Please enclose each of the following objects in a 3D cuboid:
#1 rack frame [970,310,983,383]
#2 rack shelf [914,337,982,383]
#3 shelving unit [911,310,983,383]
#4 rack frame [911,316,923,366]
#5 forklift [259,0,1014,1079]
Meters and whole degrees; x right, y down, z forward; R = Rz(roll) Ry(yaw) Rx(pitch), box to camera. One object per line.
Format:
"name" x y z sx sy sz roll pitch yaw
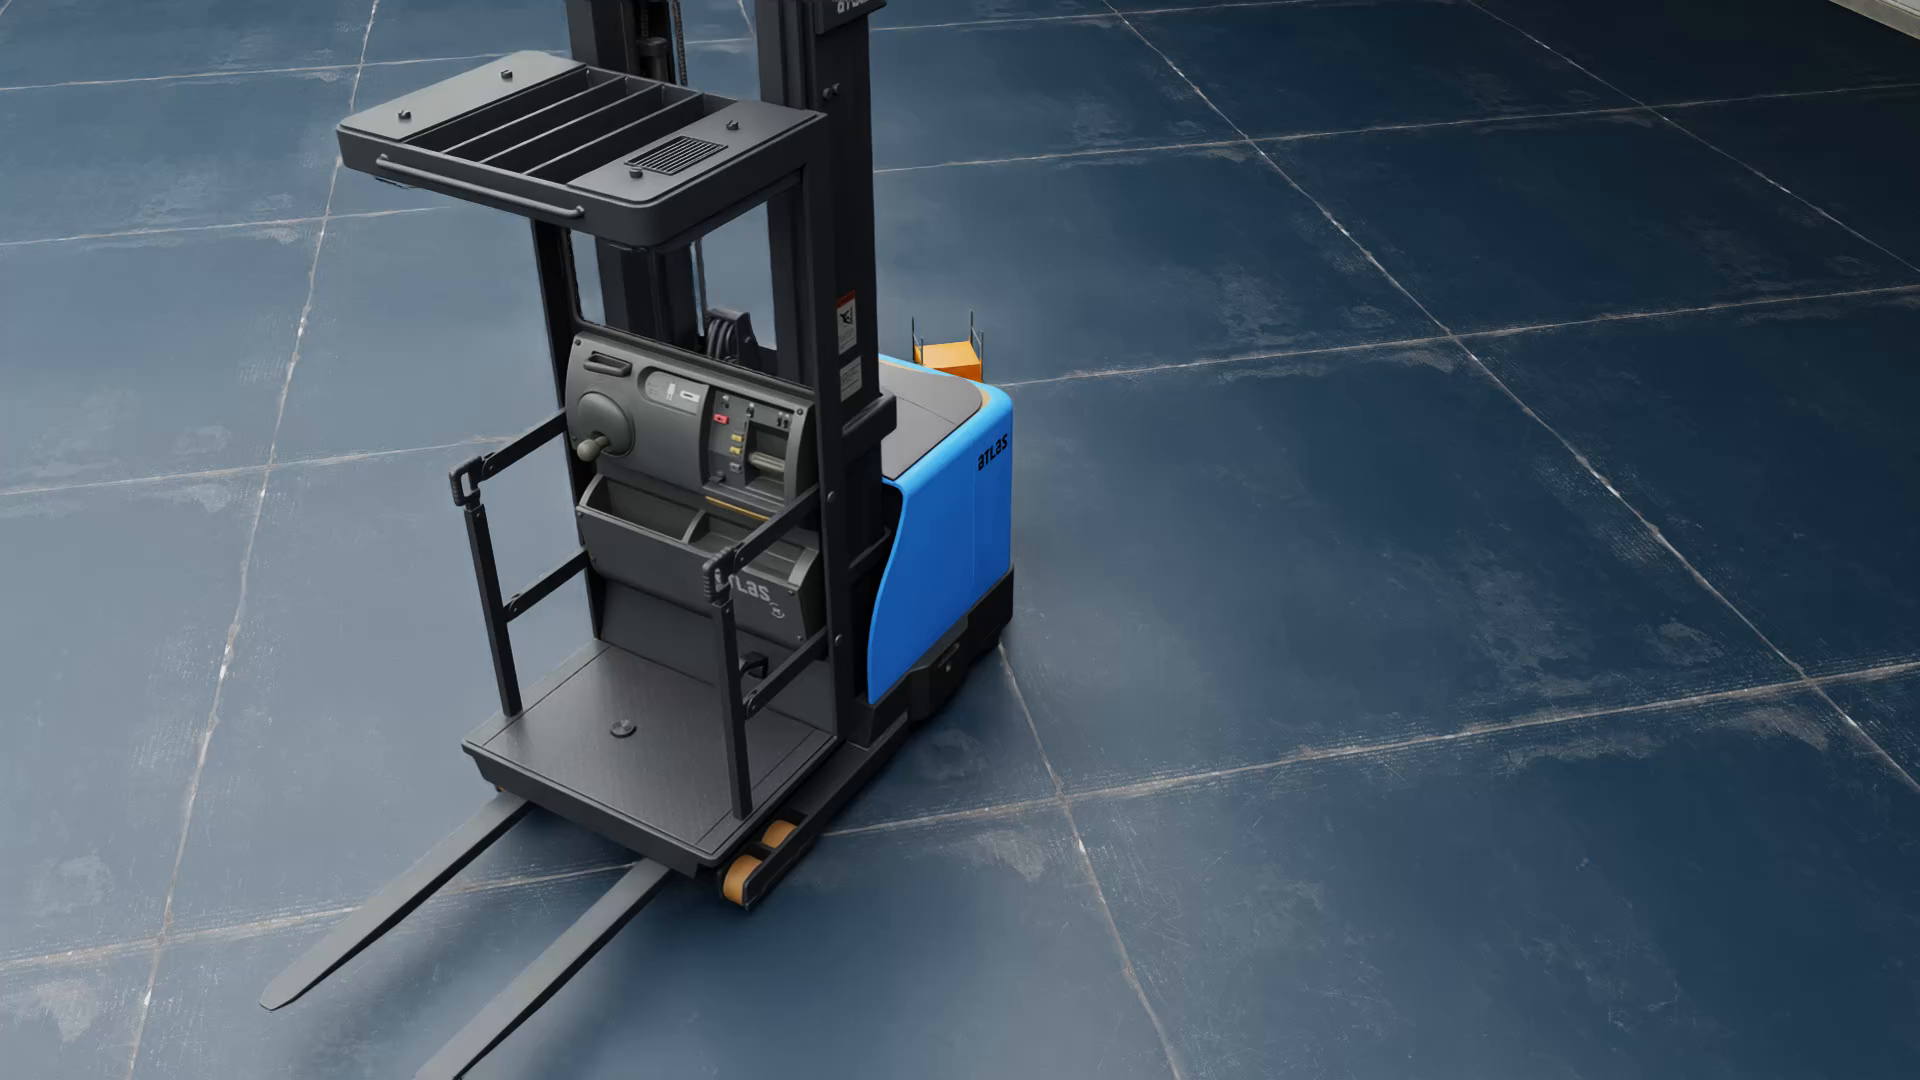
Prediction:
"rack frame" 0.067 -0.444 6.970 0.008 1.050 0.200 -7 35 -11
"rack shelf" -0.052 -0.656 6.795 0.240 0.259 0.215 -7 35 -11
"shelving unit" -0.052 -0.429 6.948 0.252 1.050 0.215 -7 35 -11
"rack frame" -0.171 -0.414 6.925 0.008 1.050 0.200 -7 35 -11
"forklift" -0.979 -0.311 5.084 1.130 2.935 3.031 19 38 25
